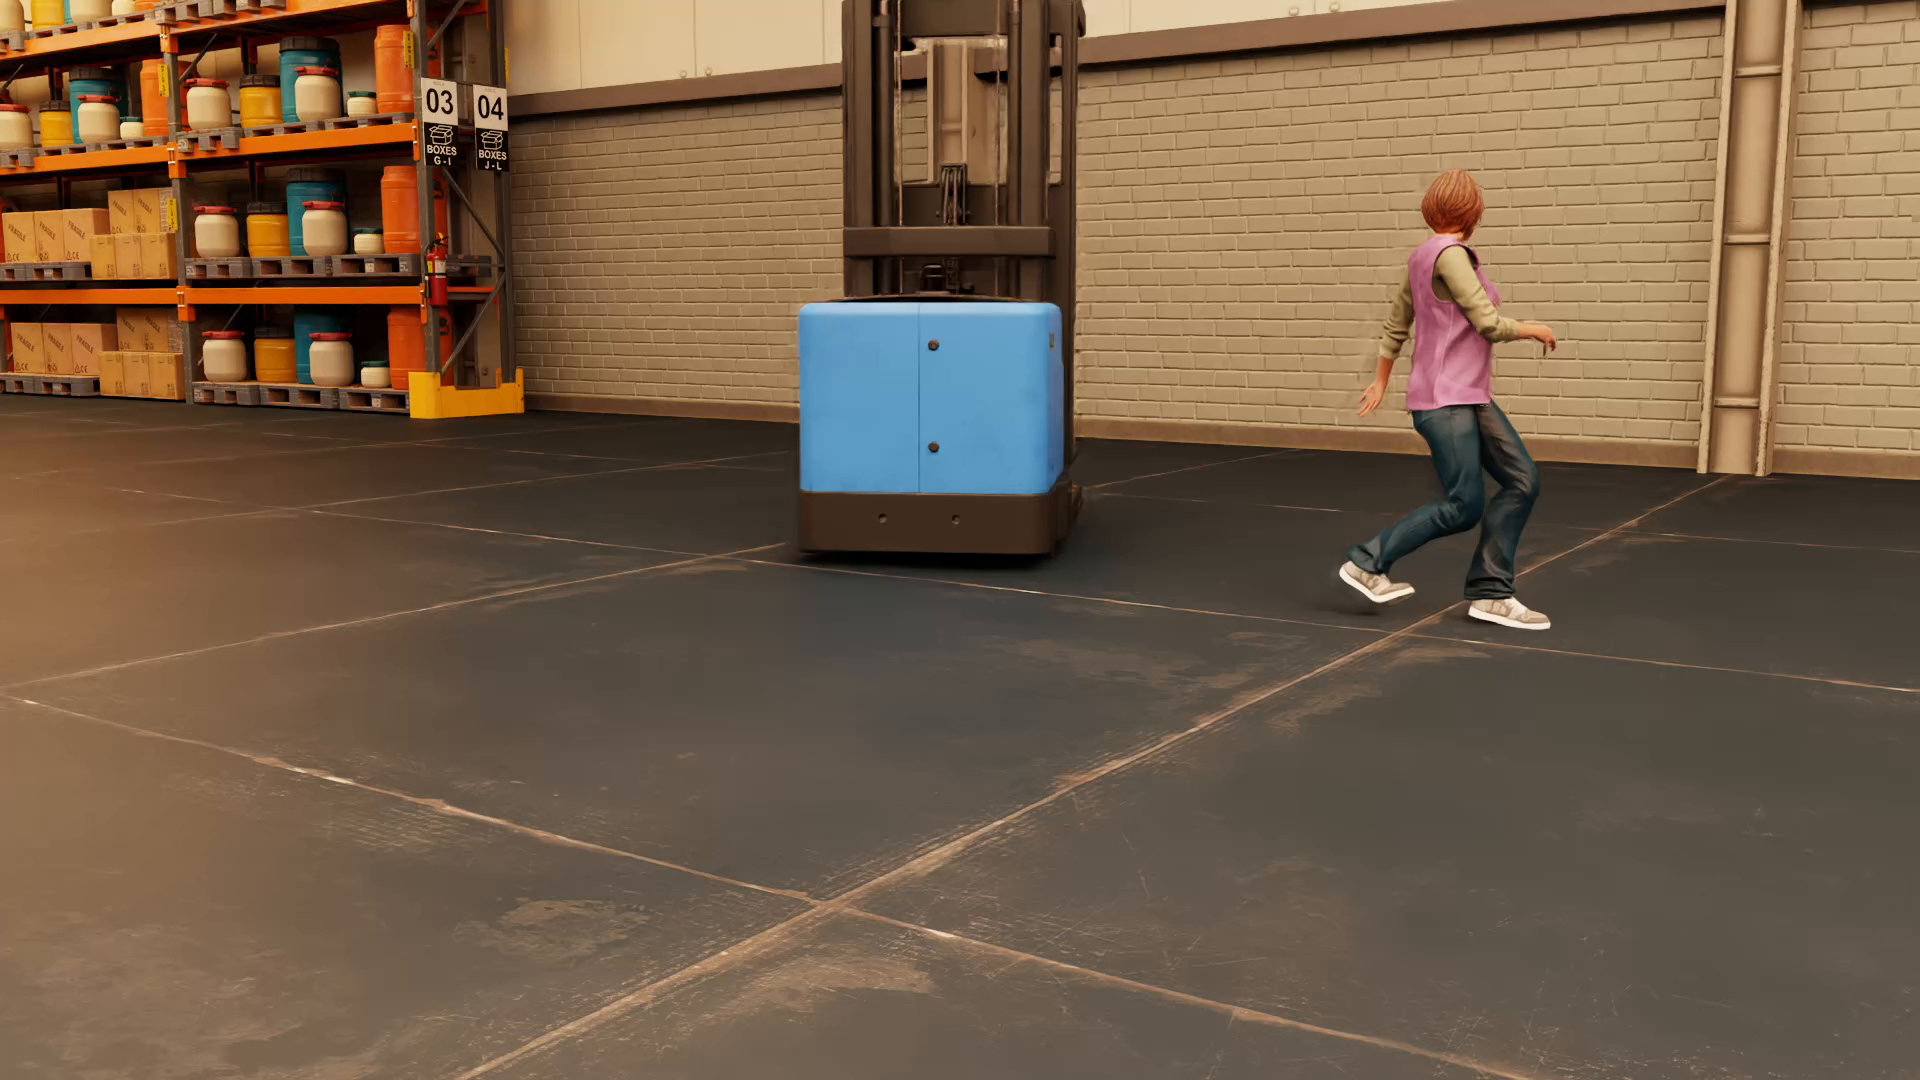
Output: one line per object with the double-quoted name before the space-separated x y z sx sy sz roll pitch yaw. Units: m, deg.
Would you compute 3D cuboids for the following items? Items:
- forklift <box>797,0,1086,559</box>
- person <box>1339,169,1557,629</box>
"forklift" 0.029 -1.541 8.027 1.130 2.935 3.031 1 8 7
"person" 1.656 -0.471 5.616 0.719 1.519 0.465 4 9 25
